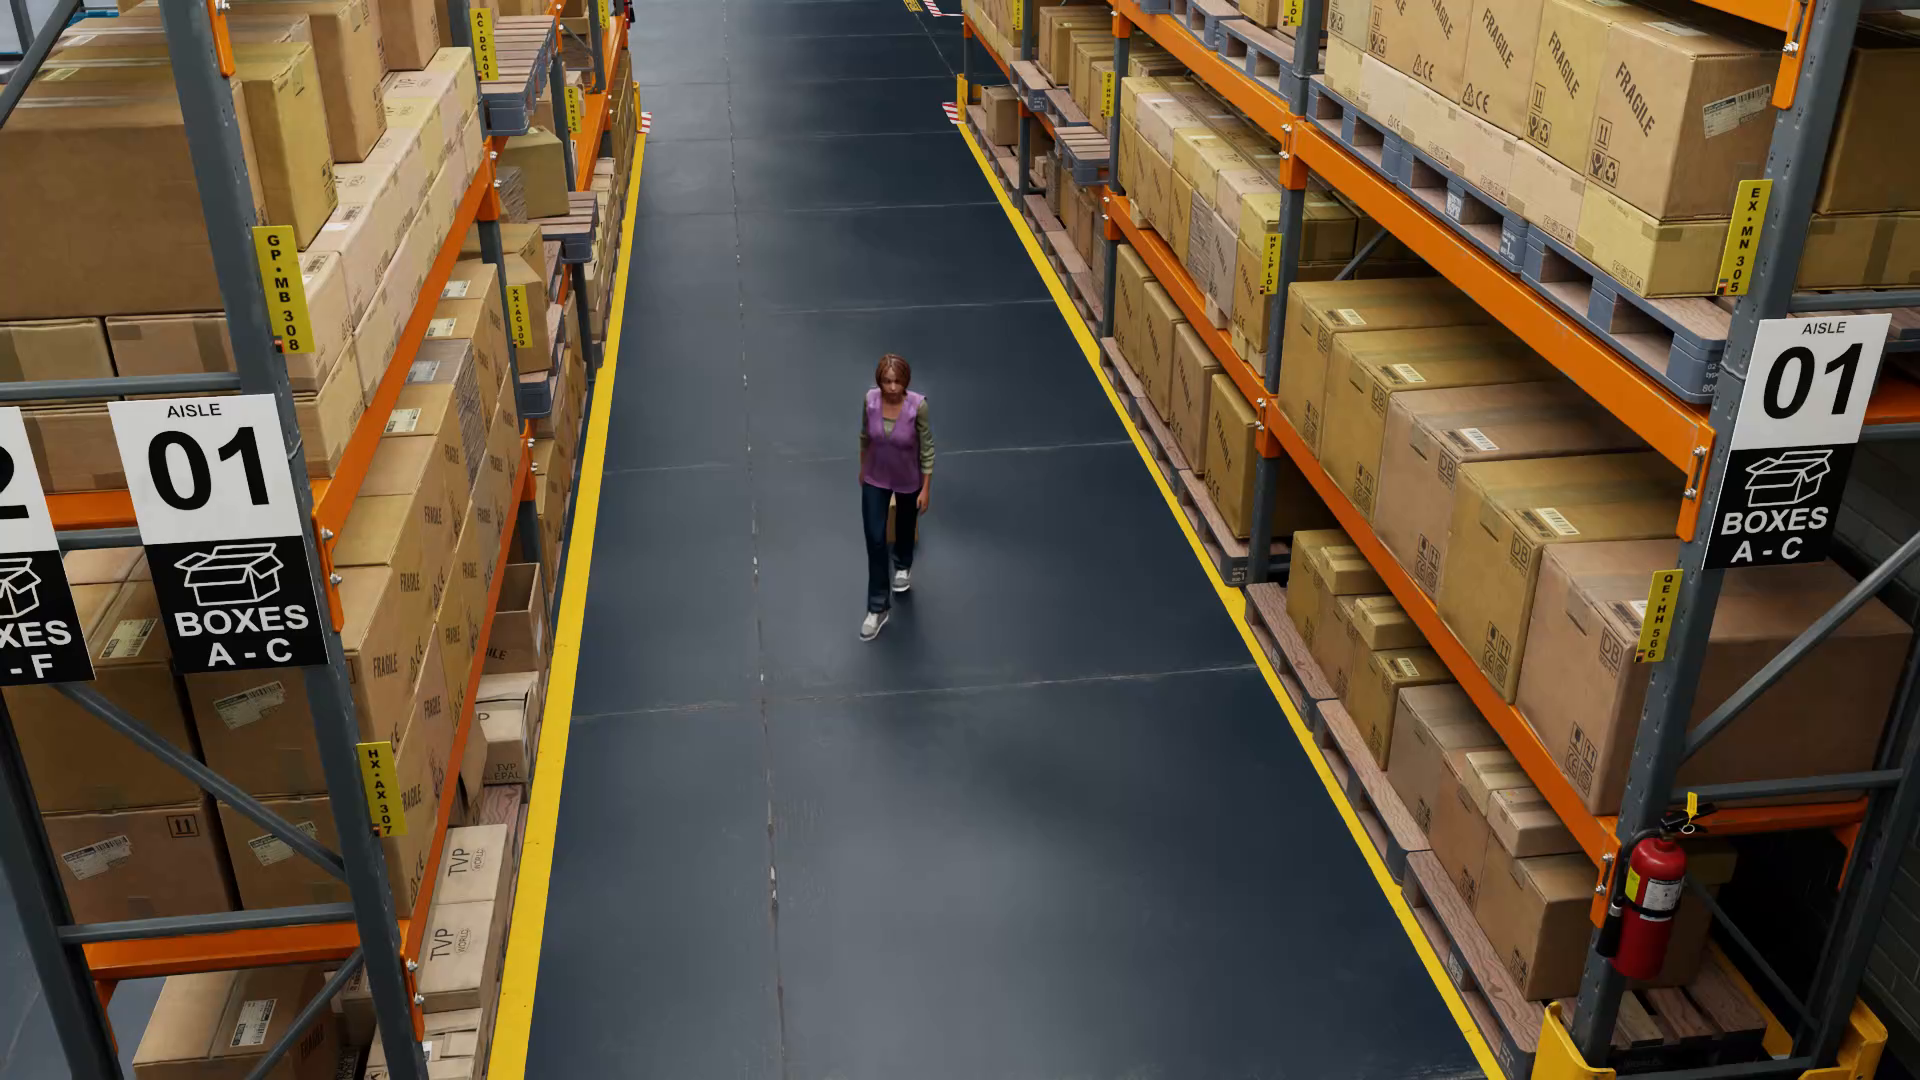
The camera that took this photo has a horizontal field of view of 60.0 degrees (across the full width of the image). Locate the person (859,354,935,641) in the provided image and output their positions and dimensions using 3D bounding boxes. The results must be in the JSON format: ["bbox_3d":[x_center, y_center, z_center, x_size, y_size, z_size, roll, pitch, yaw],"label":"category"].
[{"bbox_3d":[-0.355,-0.308,9.220,0.444,1.577,0.786,1,28,2],"label":"person"}]
